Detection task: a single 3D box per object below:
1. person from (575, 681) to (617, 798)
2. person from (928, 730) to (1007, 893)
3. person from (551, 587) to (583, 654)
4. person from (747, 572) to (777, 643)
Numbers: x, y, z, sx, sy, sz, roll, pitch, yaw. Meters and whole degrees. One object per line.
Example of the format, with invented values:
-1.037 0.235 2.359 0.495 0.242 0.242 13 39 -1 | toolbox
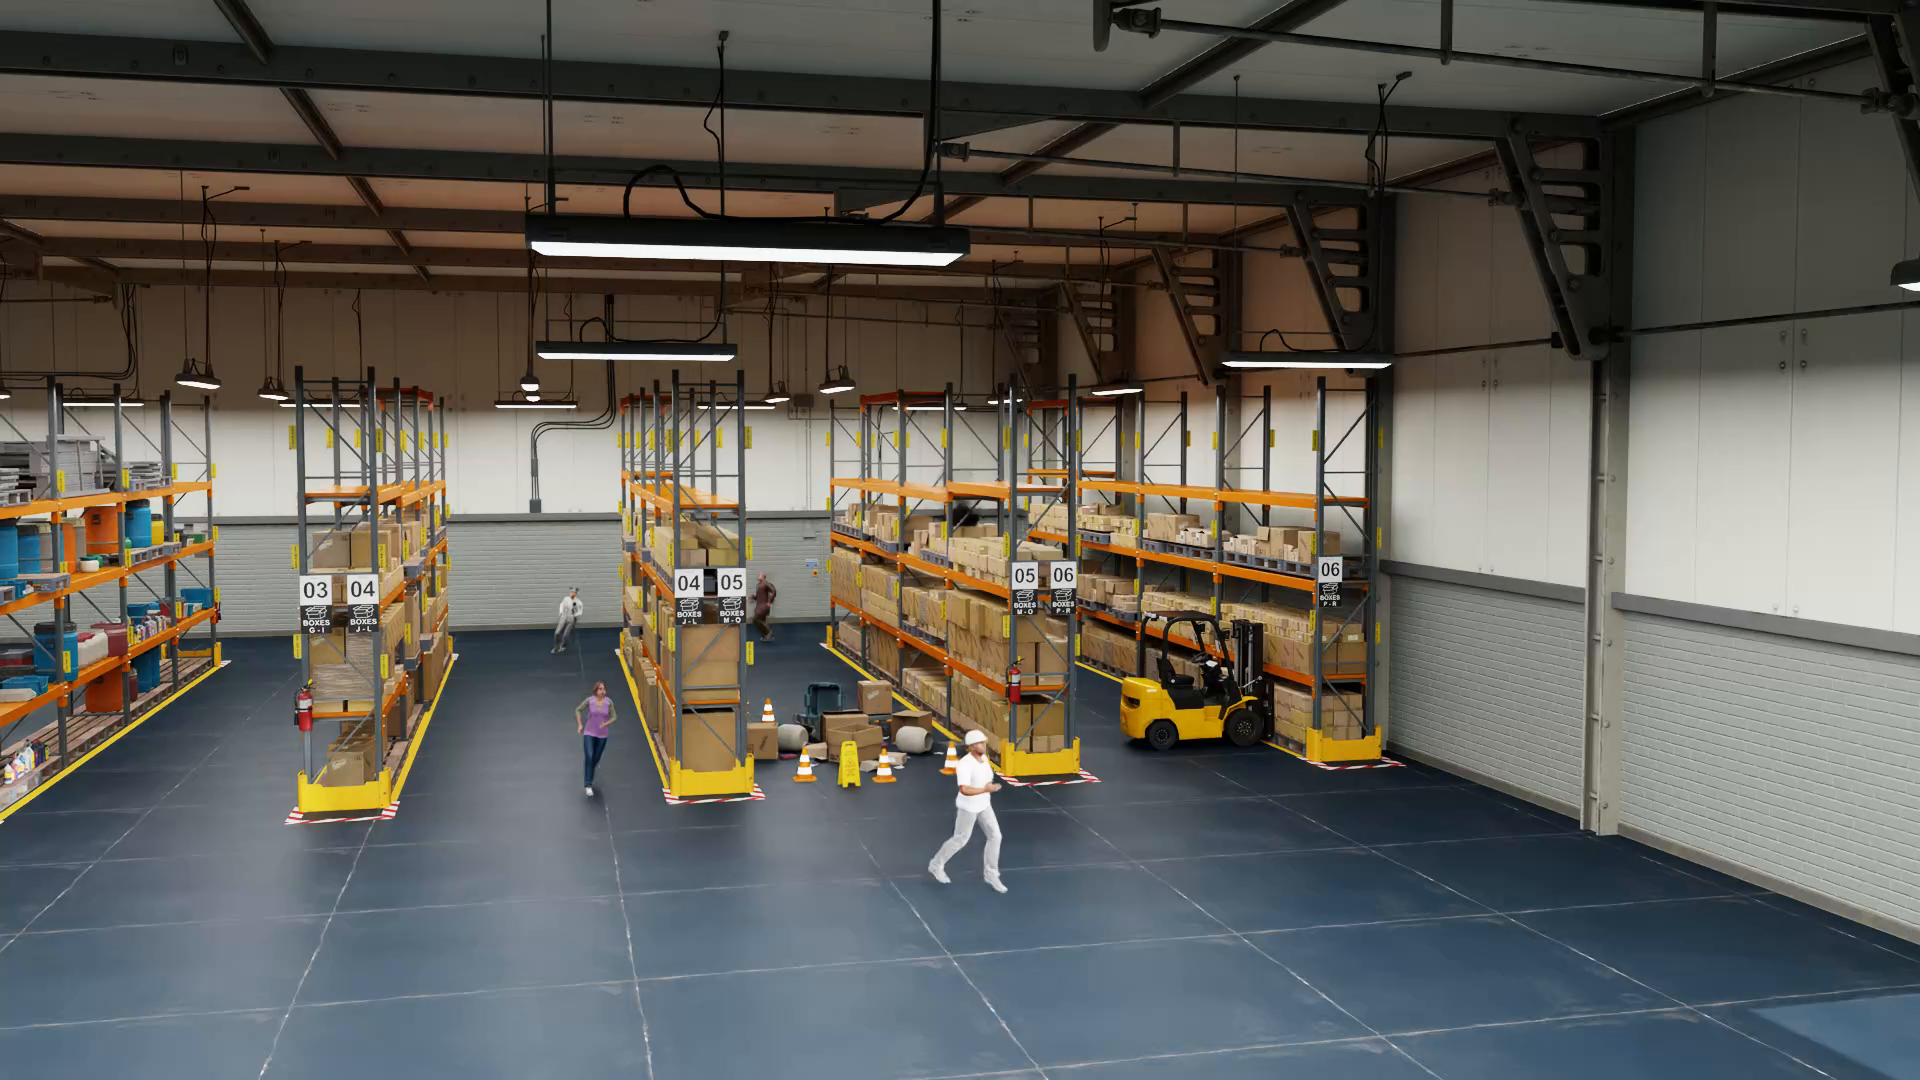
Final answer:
-5.184 2.808 23.722 0.567 1.606 0.823 -1 4 -20 | person
0.111 3.011 18.583 0.911 1.812 0.711 2 4 32 | person
-9.201 1.878 38.996 0.766 1.605 0.613 1 3 12 | person
-4.940 1.662 41.298 0.679 1.757 0.705 -1 4 -23 | person
